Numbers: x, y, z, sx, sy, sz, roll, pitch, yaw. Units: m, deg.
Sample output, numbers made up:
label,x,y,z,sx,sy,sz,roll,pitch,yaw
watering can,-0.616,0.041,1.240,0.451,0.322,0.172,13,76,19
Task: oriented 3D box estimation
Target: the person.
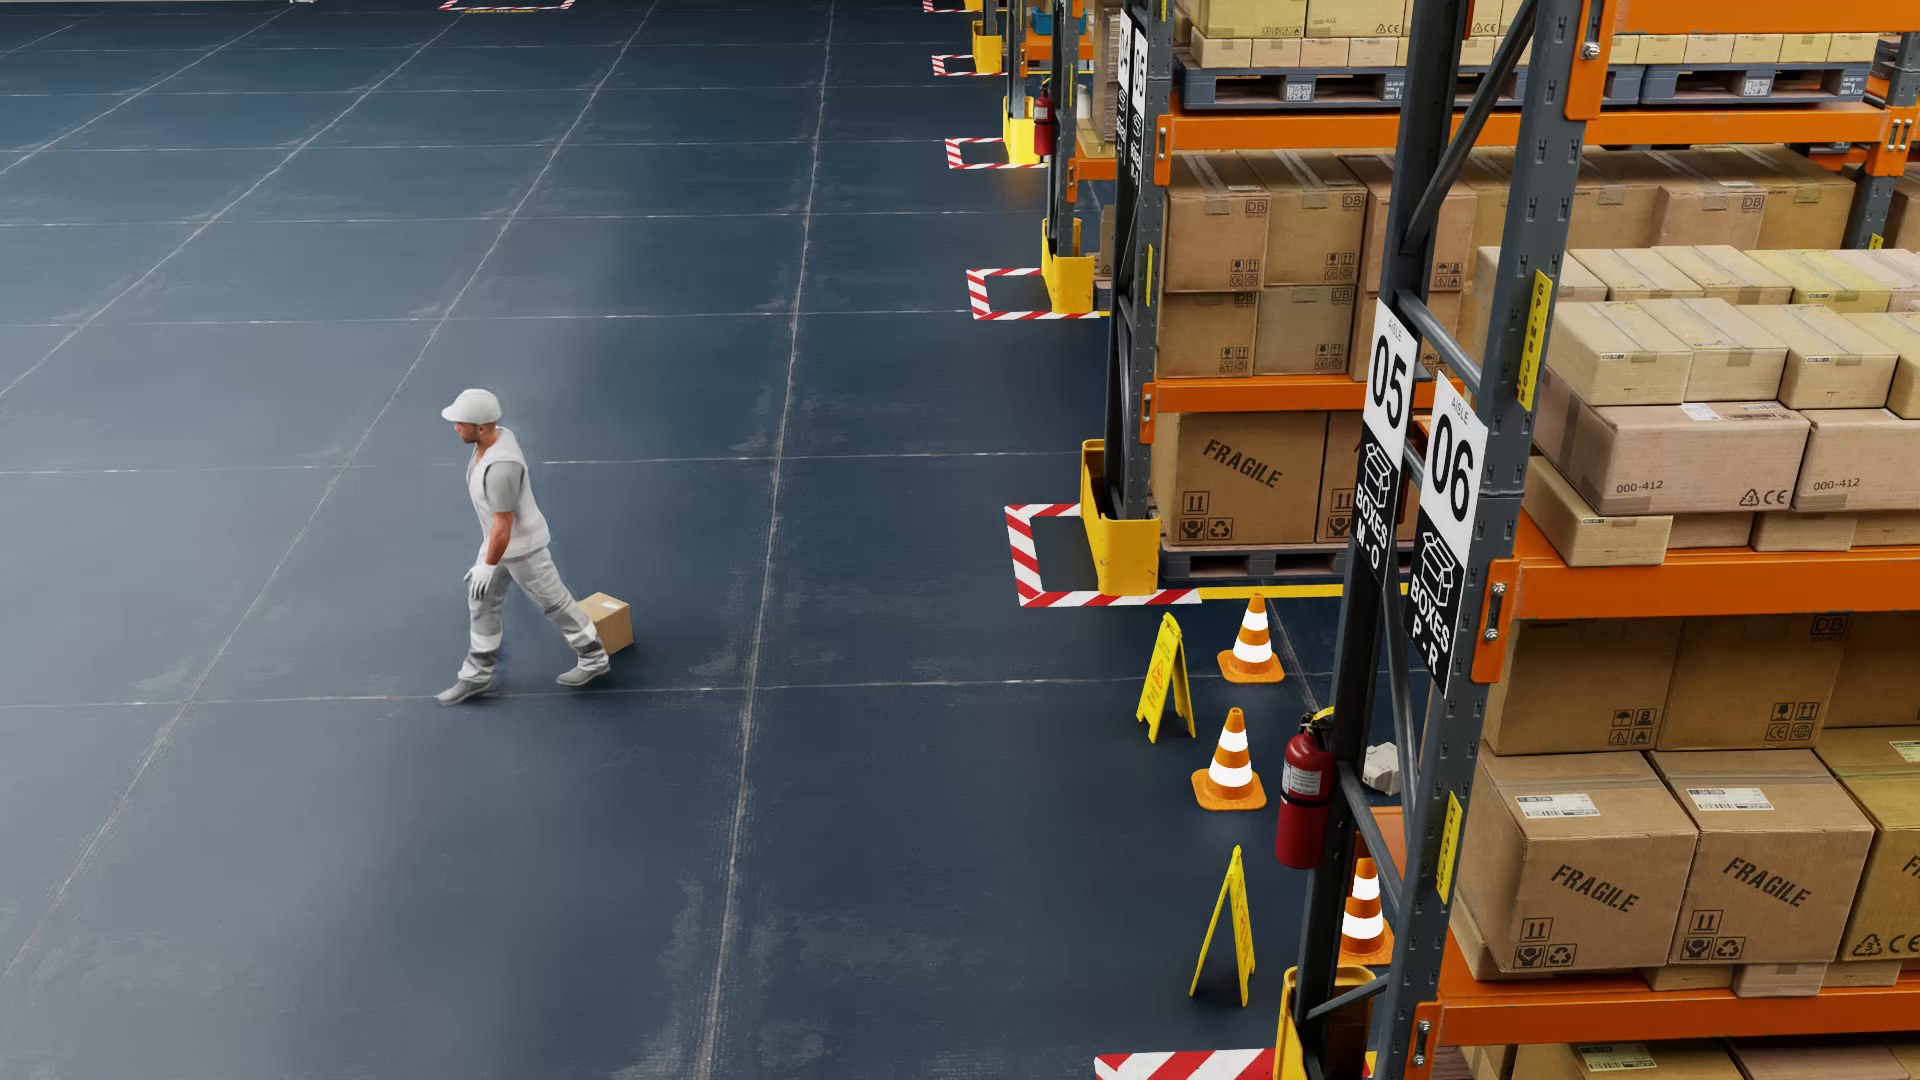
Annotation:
label,x,y,z,sx,sy,sz,roll,pitch,yaw
person,-2.322,0.045,8.519,0.895,1.788,0.568,-13,30,-24
